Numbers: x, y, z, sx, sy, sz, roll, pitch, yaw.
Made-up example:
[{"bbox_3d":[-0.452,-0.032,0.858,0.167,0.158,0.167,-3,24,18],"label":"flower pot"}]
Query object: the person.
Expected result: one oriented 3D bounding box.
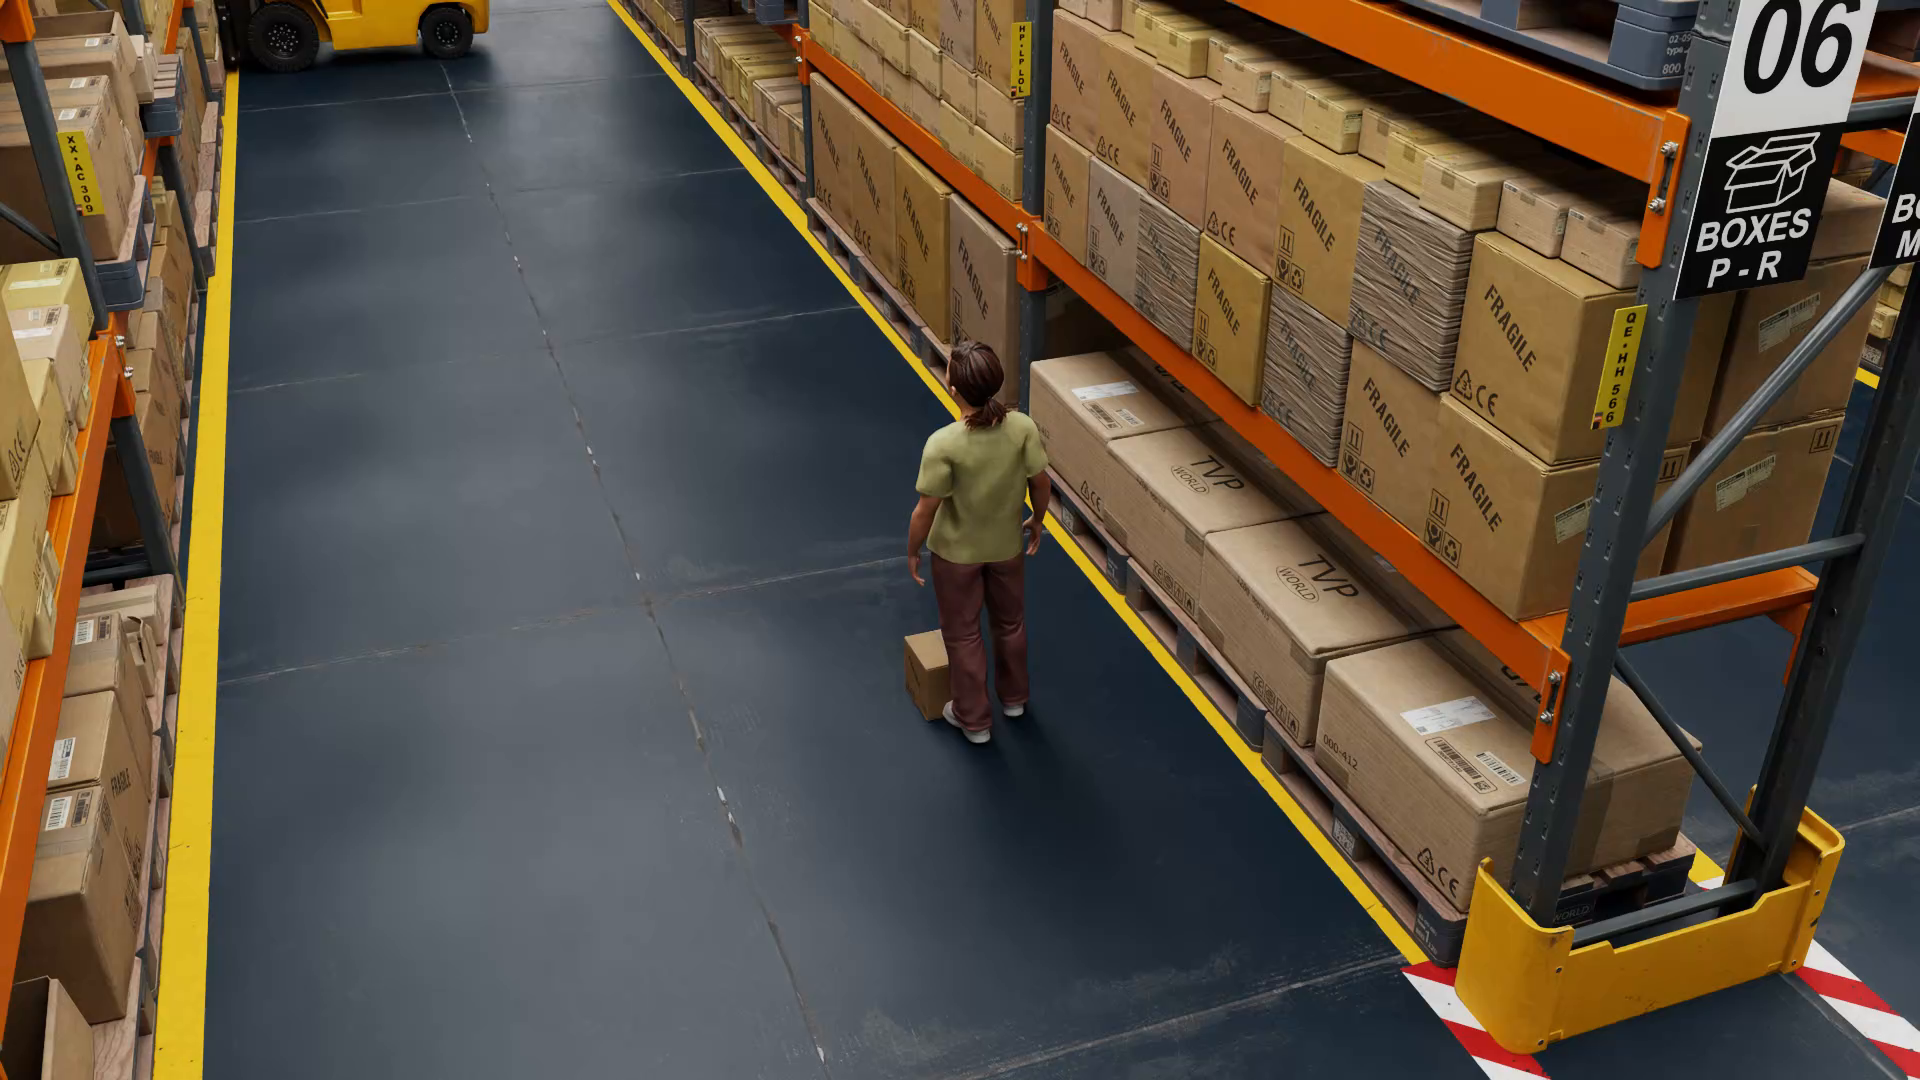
[{"bbox_3d":[0.044,0.000,6.112,0.554,1.673,0.547,-11,32,-18],"label":"person"}]
